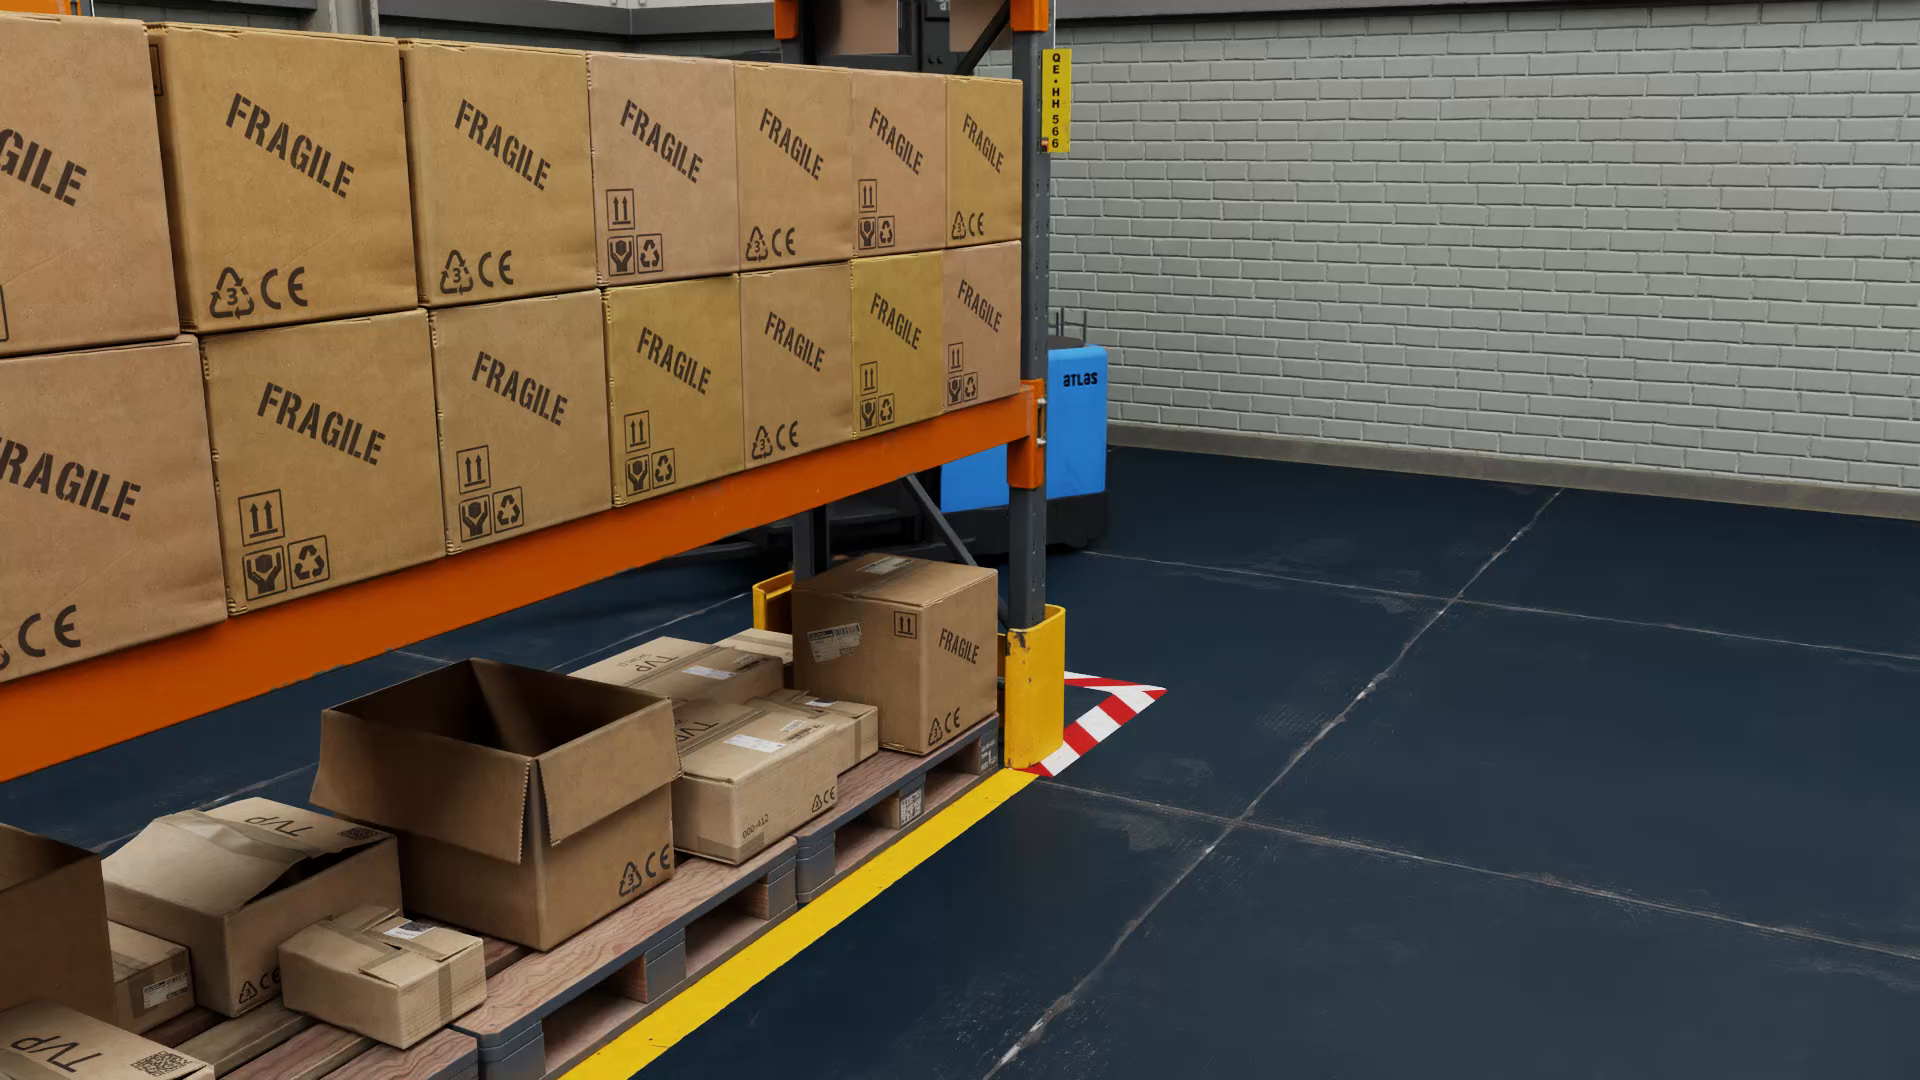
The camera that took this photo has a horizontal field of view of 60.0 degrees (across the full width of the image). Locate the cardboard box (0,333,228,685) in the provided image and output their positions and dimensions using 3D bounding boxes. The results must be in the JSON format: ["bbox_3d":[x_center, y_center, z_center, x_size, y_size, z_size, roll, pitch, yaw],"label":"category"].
[{"bbox_3d":[-1.612,-0.080,2.750,0.500,0.500,0.500,8,16,30],"label":"cardboard box"}]

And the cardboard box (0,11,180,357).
[{"bbox_3d":[-1.622,-0.557,2.596,0.500,0.500,0.500,8,16,29],"label":"cardboard box"}]

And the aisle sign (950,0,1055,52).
[{"bbox_3d":[0.138,-2.021,5.470,0.394,0.787,0.004,7,15,28],"label":"aisle sign"}]

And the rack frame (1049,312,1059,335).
[{"bbox_3d":[0.475,-0.678,9.286,0.006,1.200,0.240,-8,16,-30],"label":"rack frame"}]

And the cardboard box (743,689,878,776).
[{"bbox_3d":[-0.485,0.598,5.260,0.380,0.166,0.250,7,15,28],"label":"cardboard box"}]

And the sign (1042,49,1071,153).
[{"bbox_3d":[0.313,-1.427,5.410,0.100,0.325,0.005,7,15,28],"label":"sign"}]

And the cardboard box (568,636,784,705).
[{"bbox_3d":[-0.916,0.527,5.376,0.500,0.250,0.500,7,15,28],"label":"cardboard box"}]

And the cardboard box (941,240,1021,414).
[{"bbox_3d":[-0.141,-0.704,5.339,0.500,0.500,0.500,8,16,30],"label":"cardboard box"}]

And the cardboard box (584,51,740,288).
[{"bbox_3d":[-0.876,-0.874,3.912,0.500,0.500,0.500,8,16,30],"label":"cardboard box"}]

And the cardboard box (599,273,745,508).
[{"bbox_3d":[-0.879,-0.392,4.045,0.500,0.500,0.500,7,15,27],"label":"cardboard box"}]

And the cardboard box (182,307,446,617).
[{"bbox_3d":[-1.367,-0.185,3.187,0.500,0.500,0.500,8,16,29],"label":"cardboard box"}]

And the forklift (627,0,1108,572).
[{"bbox_3d":[-0.744,-1.303,8.185,3.031,2.935,1.130,-8,16,-30],"label":"forklift"}]

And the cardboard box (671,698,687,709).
[{"bbox_3d":[-1.157,0.629,4.950,0.500,0.250,0.500,7,15,28],"label":"cardboard box"}]

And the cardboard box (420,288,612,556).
[{"bbox_3d":[-1.123,-0.287,3.612,0.500,0.500,0.500,7,15,28],"label":"cardboard box"}]

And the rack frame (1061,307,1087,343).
[{"bbox_3d":[0.632,-0.700,9.378,0.006,1.200,0.240,-8,16,-30],"label":"rack frame"}]

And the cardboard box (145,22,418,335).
[{"bbox_3d":[-1.373,-0.663,3.035,0.500,0.500,0.500,7,15,26],"label":"cardboard box"}]

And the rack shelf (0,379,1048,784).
[{"bbox_3d":[-1.130,-0.018,4.242,1.077,0.370,4.000,7,15,28],"label":"rack shelf"}]

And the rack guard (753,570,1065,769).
[{"bbox_3d":[-0.200,0.453,6.088,1.175,0.500,0.348,7,15,28],"label":"rack guard"}]

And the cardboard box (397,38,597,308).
[{"bbox_3d":[-1.124,-0.768,3.473,0.500,0.500,0.500,7,15,26],"label":"cardboard box"}]

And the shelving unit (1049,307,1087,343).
[{"bbox_3d":[0.554,-0.689,9.332,0.189,1.200,0.258,-8,16,-30],"label":"shelving unit"}]

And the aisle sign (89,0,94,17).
[{"bbox_3d":[-4.204,-2.583,7.801,0.394,0.787,0.004,7,15,28],"label":"aisle sign"}]

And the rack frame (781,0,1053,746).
[{"bbox_3d":[-0.163,-0.778,5.860,1.000,3.000,0.127,7,15,28],"label":"rack frame"}]

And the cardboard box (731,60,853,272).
[{"bbox_3d":[-0.627,-0.979,4.350,0.500,0.500,0.500,8,16,30],"label":"cardboard box"}]

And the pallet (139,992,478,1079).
[{"bbox_3d":[-1.764,1.258,3.367,1.003,0.211,1.213,7,15,28],"label":"pallet"}]

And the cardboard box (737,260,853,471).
[{"bbox_3d":[-0.635,-0.495,4.474,0.500,0.500,0.500,8,15,28],"label":"cardboard box"}]

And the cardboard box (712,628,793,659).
[{"bbox_3d":[-0.666,0.441,5.948,0.380,0.149,0.250,7,15,28],"label":"cardboard box"}]

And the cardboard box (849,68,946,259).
[{"bbox_3d":[-0.381,-1.086,4.793,0.500,0.500,0.500,8,16,30],"label":"cardboard box"}]

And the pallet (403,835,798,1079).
[{"bbox_3d":[-1.175,1.006,4.409,1.003,0.211,1.213,7,15,28],"label":"pallet"}]

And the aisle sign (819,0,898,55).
[{"bbox_3d":[-0.387,-2.089,5.752,0.394,0.787,0.004,7,15,28],"label":"aisle sign"}]

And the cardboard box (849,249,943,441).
[{"bbox_3d":[-0.389,-0.597,4.896,0.500,0.500,0.500,8,15,29],"label":"cardboard box"}]

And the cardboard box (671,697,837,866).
[{"bbox_3d":[-0.696,0.676,4.758,0.500,0.250,0.500,7,15,28],"label":"cardboard box"}]

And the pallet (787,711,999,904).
[{"bbox_3d":[-0.584,0.757,5.443,1.003,0.211,1.213,7,15,28],"label":"pallet"}]

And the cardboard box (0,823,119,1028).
[{"bbox_3d":[-2.069,0.895,3.316,0.500,0.500,0.500,7,15,28],"label":"cardboard box"}]

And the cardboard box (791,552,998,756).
[{"bbox_3d":[-0.210,0.363,5.523,0.500,0.500,0.500,7,15,28],"label":"cardboard box"}]

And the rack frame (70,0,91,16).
[{"bbox_3d":[-4.501,-1.338,8.185,1.000,3.000,0.127,7,15,28],"label":"rack frame"}]

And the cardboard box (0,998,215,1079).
[{"bbox_3d":[-1.704,1.074,2.975,0.500,0.311,0.500,7,15,28],"label":"cardboard box"}]

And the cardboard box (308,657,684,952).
[{"bbox_3d":[-1.193,0.656,4.298,0.797,0.503,0.637,7,15,28],"label":"cardboard box"}]

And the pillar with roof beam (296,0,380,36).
[{"bbox_3d":[-0.184,-4.419,8.163,9.100,9.000,0.400,7,15,28],"label":"pillar with roof beam"}]

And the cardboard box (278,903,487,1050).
[{"bbox_3d":[-1.295,0.966,3.733,0.380,0.166,0.250,7,15,28],"label":"cardboard box"}]

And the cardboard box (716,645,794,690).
[{"bbox_3d":[-0.787,0.484,5.733,0.380,0.166,0.250,7,15,28],"label":"cardboard box"}]

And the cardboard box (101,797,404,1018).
[{"bbox_3d":[-1.707,0.833,3.976,0.500,0.311,0.500,7,15,28],"label":"cardboard box"}]

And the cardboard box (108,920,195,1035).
[{"bbox_3d":[-1.941,0.982,3.704,0.380,0.149,0.250,7,15,28],"label":"cardboard box"}]

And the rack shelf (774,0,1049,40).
[{"bbox_3d":[-1.130,-1.476,3.891,1.077,0.370,4.000,7,15,28],"label":"rack shelf"}]

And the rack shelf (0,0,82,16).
[{"bbox_3d":[-5.468,-2.037,6.216,1.077,0.370,4.000,7,15,28],"label":"rack shelf"}]

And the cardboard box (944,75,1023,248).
[{"bbox_3d":[-0.137,-1.190,5.223,0.500,0.500,0.500,7,15,28],"label":"cardboard box"}]
